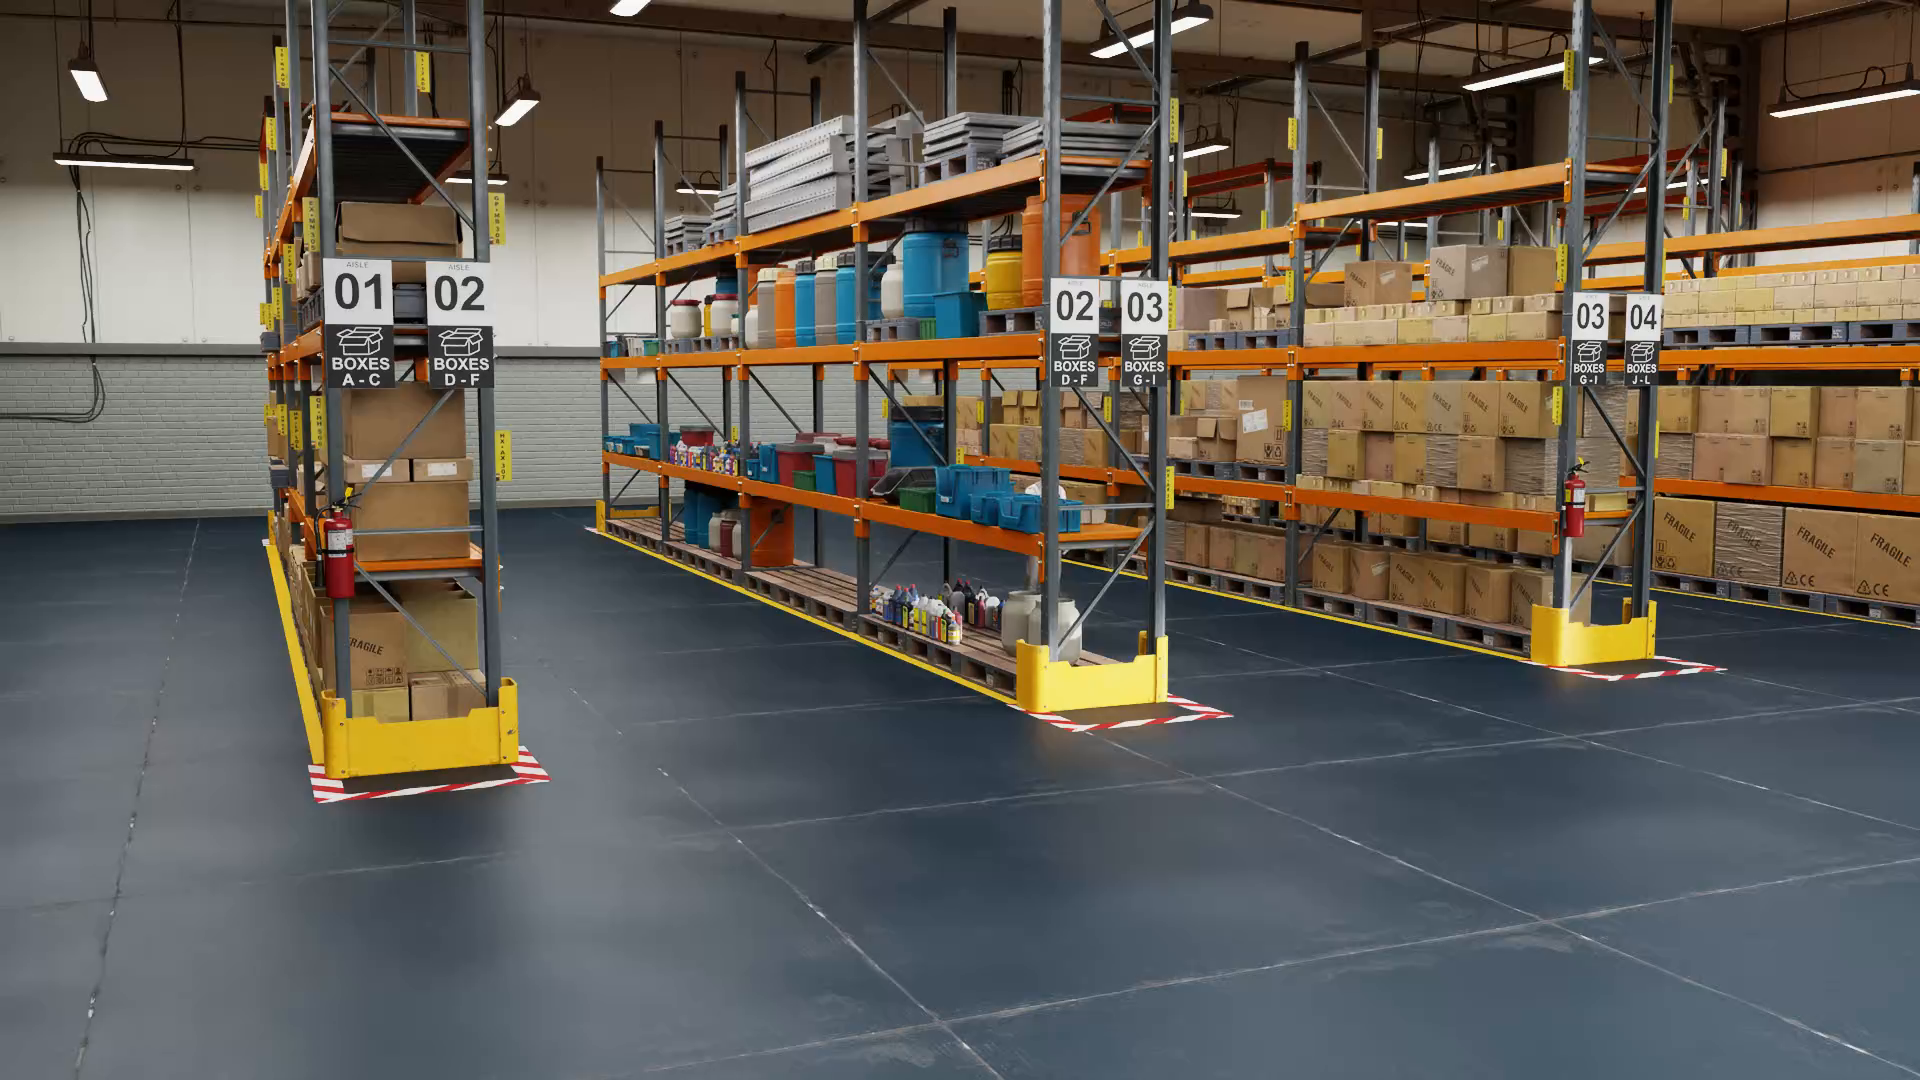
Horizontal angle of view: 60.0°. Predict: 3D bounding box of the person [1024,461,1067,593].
[{"bbox_3d":[0.858,0.011,16.867,0.529,1.663,0.375,-2,6,-15],"label":"person"}]
